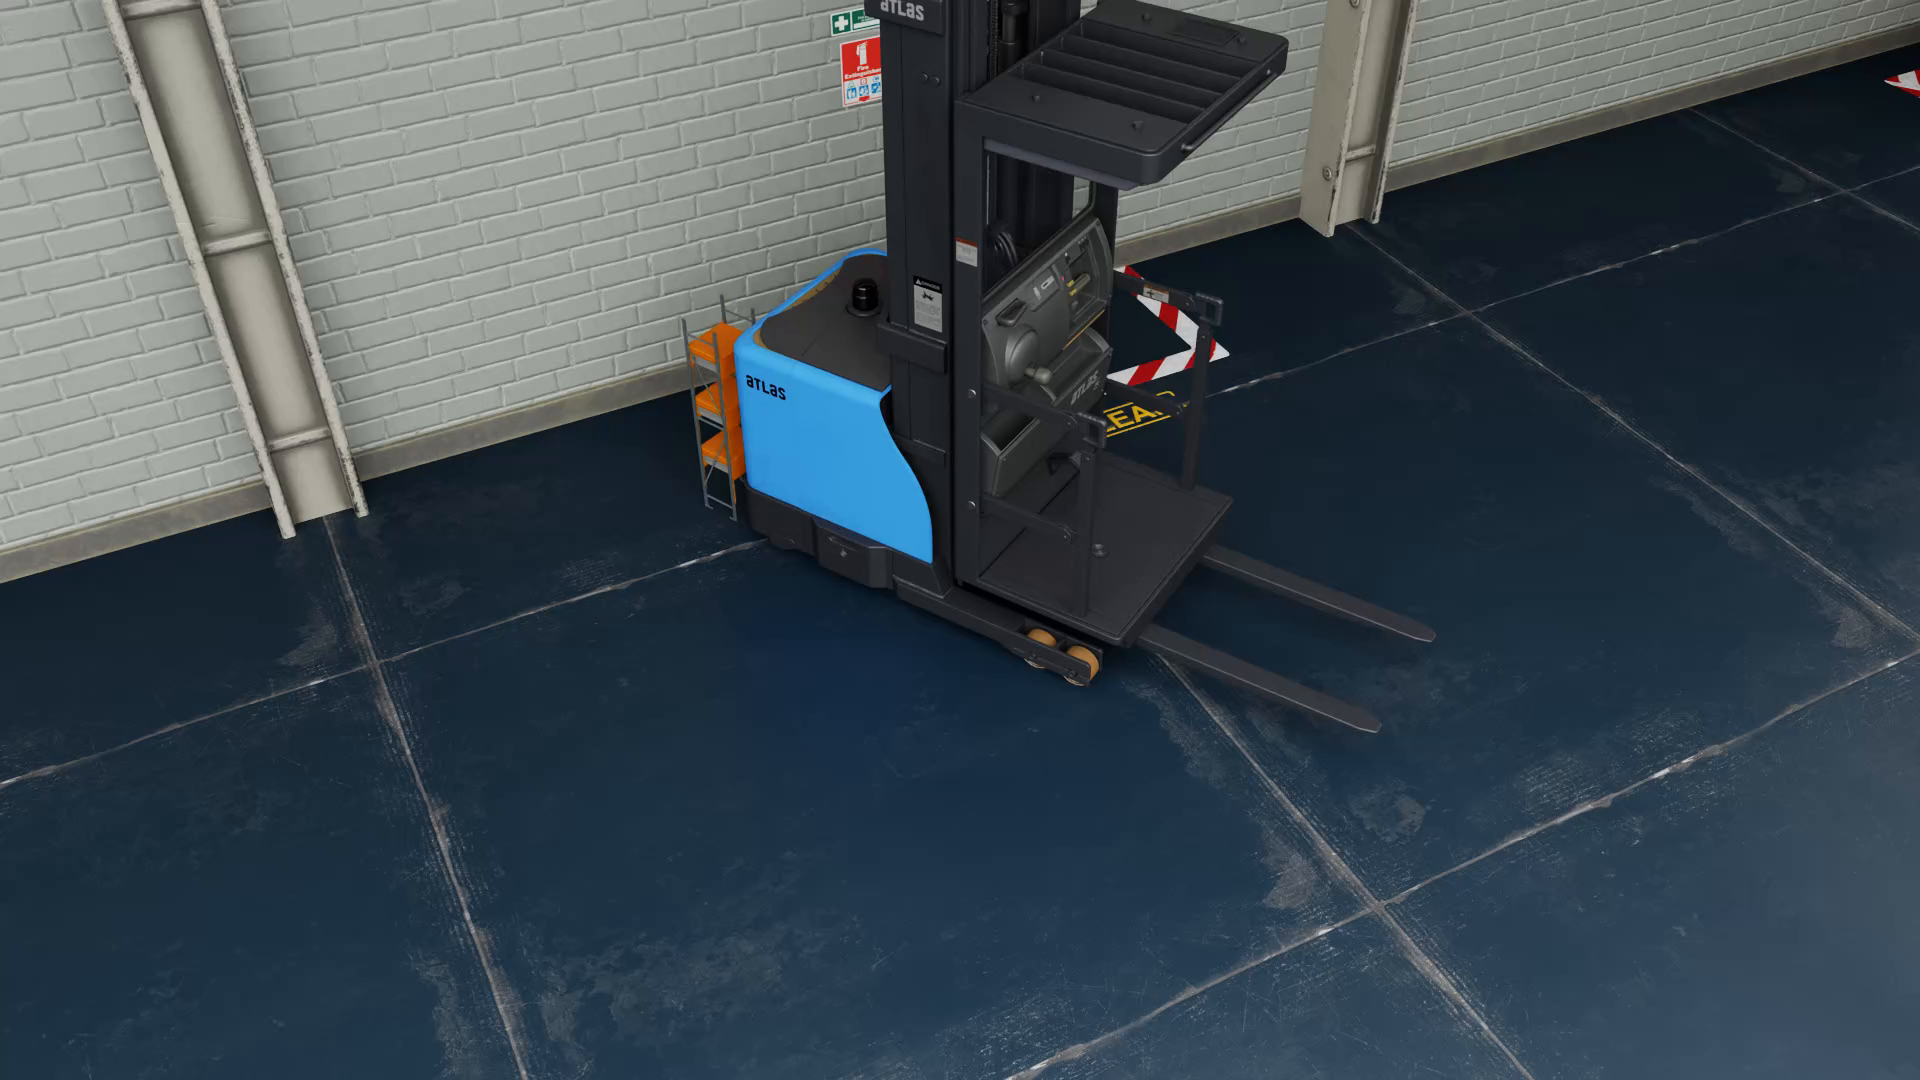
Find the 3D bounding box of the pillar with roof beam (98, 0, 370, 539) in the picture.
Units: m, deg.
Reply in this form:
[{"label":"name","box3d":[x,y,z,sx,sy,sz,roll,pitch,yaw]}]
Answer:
[{"label":"pillar with roof beam","box3d":[-1.056,-1.120,2.097,0.400,9.000,9.100,-19,44,-21]}]

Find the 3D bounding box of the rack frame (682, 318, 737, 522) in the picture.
[{"label":"rack frame","box3d":[-1.132,-0.527,7.549,0.200,1.050,0.008,25,46,27]}]

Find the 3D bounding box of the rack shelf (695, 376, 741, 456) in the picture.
[{"label":"rack shelf","box3d":[-1.060,-0.582,7.631,0.215,0.259,0.240,25,46,27]}]

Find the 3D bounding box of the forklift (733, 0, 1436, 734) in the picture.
[{"label":"forklift","box3d":[0.531,-0.900,6.534,3.031,2.935,1.130,22,45,24]}]

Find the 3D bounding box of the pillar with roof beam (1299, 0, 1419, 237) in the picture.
[{"label":"pillar with roof beam","box3d":[4.265,-2.910,4.212,0.400,9.000,9.100,-19,44,-21]}]

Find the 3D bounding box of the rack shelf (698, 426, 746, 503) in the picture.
[{"label":"rack shelf","box3d":[-1.060,-0.370,7.810,0.215,0.259,0.240,25,46,27]}]

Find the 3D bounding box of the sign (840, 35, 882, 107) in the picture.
[{"label":"sign","box3d":[-0.471,-2.279,8.082,0.234,0.329,0.001,-19,44,-21]}]

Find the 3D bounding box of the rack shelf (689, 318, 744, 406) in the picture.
[{"label":"rack shelf","box3d":[-1.060,-0.799,7.447,0.215,0.259,0.240,25,46,27]}]

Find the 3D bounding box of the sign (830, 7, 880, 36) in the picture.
[{"label":"sign","box3d":[-0.463,-2.478,7.907,0.331,0.109,0.001,-19,44,-21]}]

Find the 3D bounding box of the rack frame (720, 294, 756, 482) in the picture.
[{"label":"rack frame","box3d":[-0.988,-0.654,7.699,0.200,1.050,0.008,25,46,27]}]

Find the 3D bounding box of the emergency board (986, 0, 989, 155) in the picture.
[{"label":"emergency board","box3d":[0.067,-2.372,8.219,0.643,1.169,0.194,-19,44,-21]}]

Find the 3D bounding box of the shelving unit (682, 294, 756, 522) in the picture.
[{"label":"shelving unit","box3d":[-1.060,-0.590,7.624,0.215,1.050,0.252,25,46,27]}]
